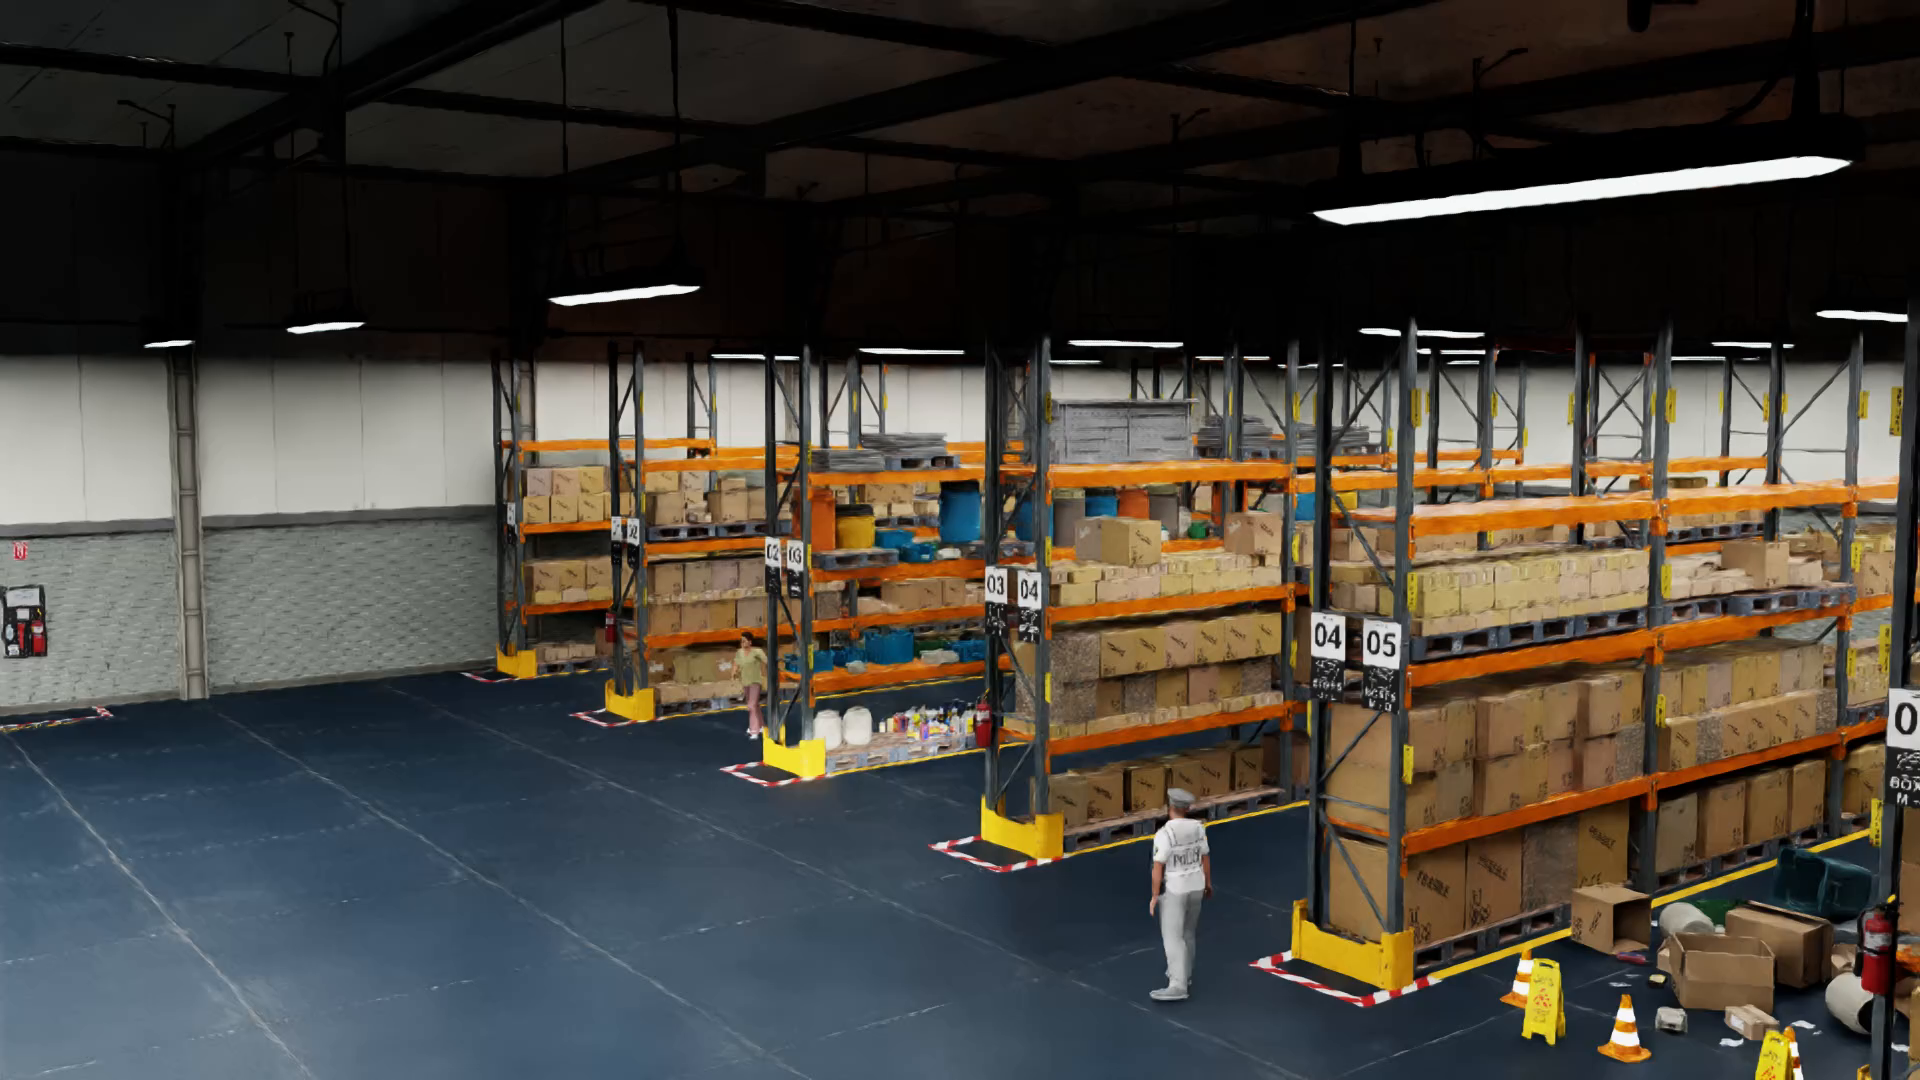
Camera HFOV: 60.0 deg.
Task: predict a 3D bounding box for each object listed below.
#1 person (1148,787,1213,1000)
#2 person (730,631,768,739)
[{"bbox_3d":[1.891,3.020,14.397,0.743,1.744,0.595,-3,6,-34],"label":"person"},{"bbox_3d":[-3.112,2.160,25.004,0.620,1.610,0.790,3,6,33],"label":"person"}]
